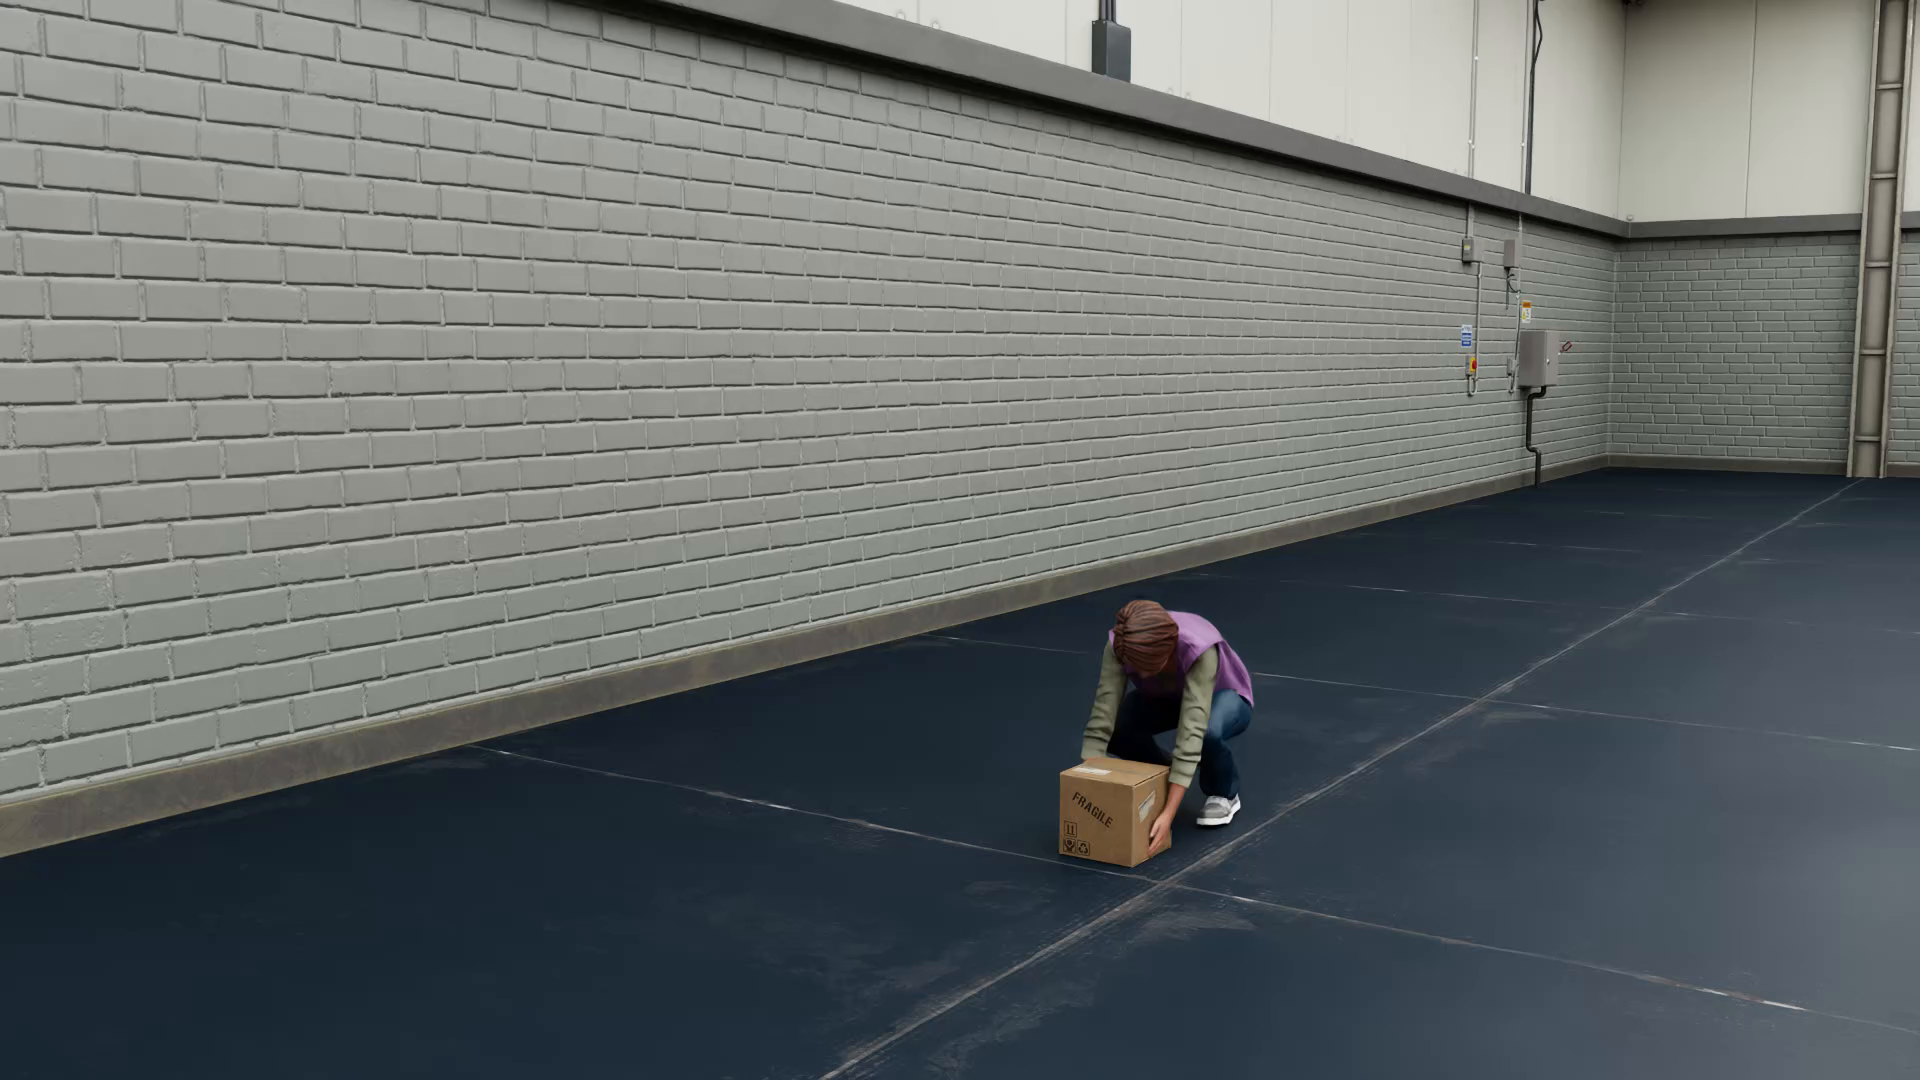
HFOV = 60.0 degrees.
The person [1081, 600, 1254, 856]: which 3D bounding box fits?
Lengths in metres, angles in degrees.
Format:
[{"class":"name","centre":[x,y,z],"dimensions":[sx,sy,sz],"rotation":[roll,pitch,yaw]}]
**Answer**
[{"class":"person","centre":[0.668,0.551,5.254],"dimensions":[0.438,0.725,0.808],"rotation":[4,8,34]}]
